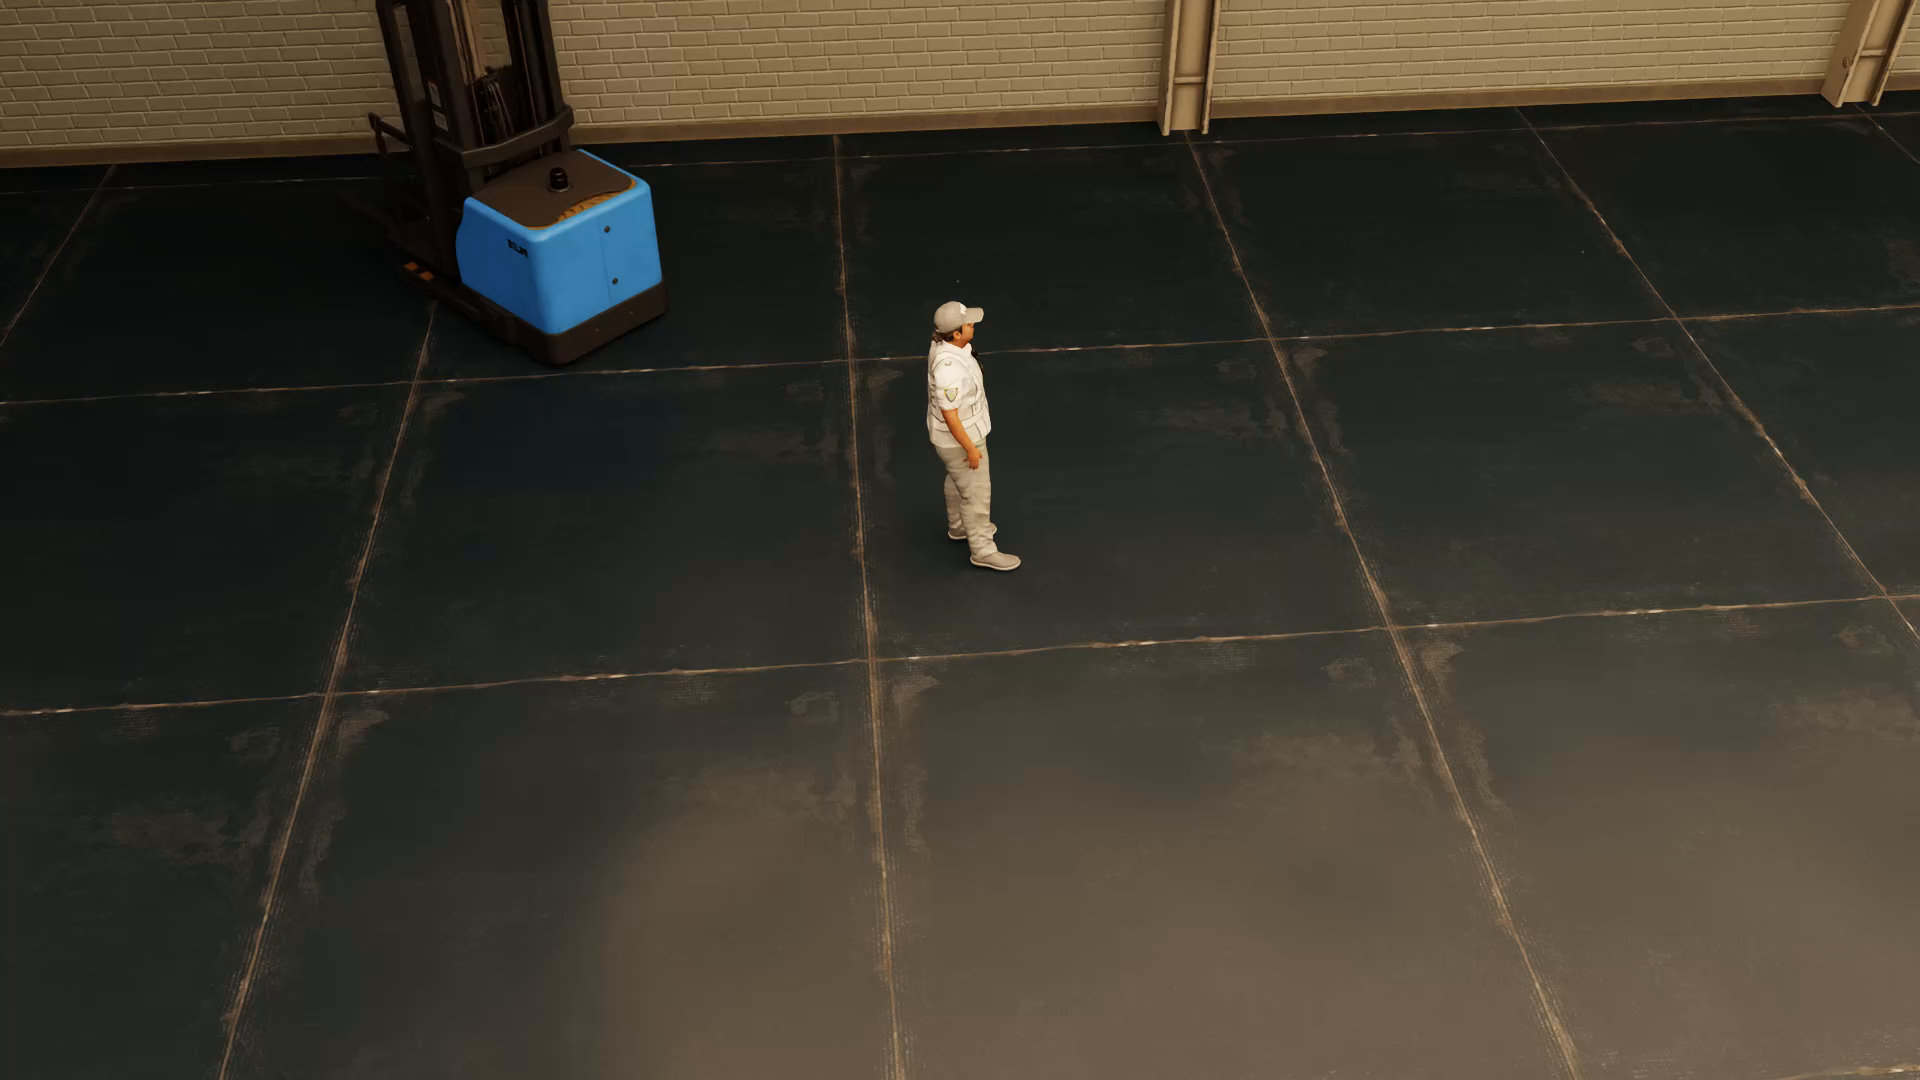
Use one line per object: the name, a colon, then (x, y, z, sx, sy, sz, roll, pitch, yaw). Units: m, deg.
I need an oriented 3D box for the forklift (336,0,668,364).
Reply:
forklift: (-3.544, -3.158, 11.630, 3.031, 2.935, 1.130, 30, 49, 31)

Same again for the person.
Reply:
person: (0.078, -0.628, 9.634, 0.529, 1.670, 0.598, -3, 41, -4)
